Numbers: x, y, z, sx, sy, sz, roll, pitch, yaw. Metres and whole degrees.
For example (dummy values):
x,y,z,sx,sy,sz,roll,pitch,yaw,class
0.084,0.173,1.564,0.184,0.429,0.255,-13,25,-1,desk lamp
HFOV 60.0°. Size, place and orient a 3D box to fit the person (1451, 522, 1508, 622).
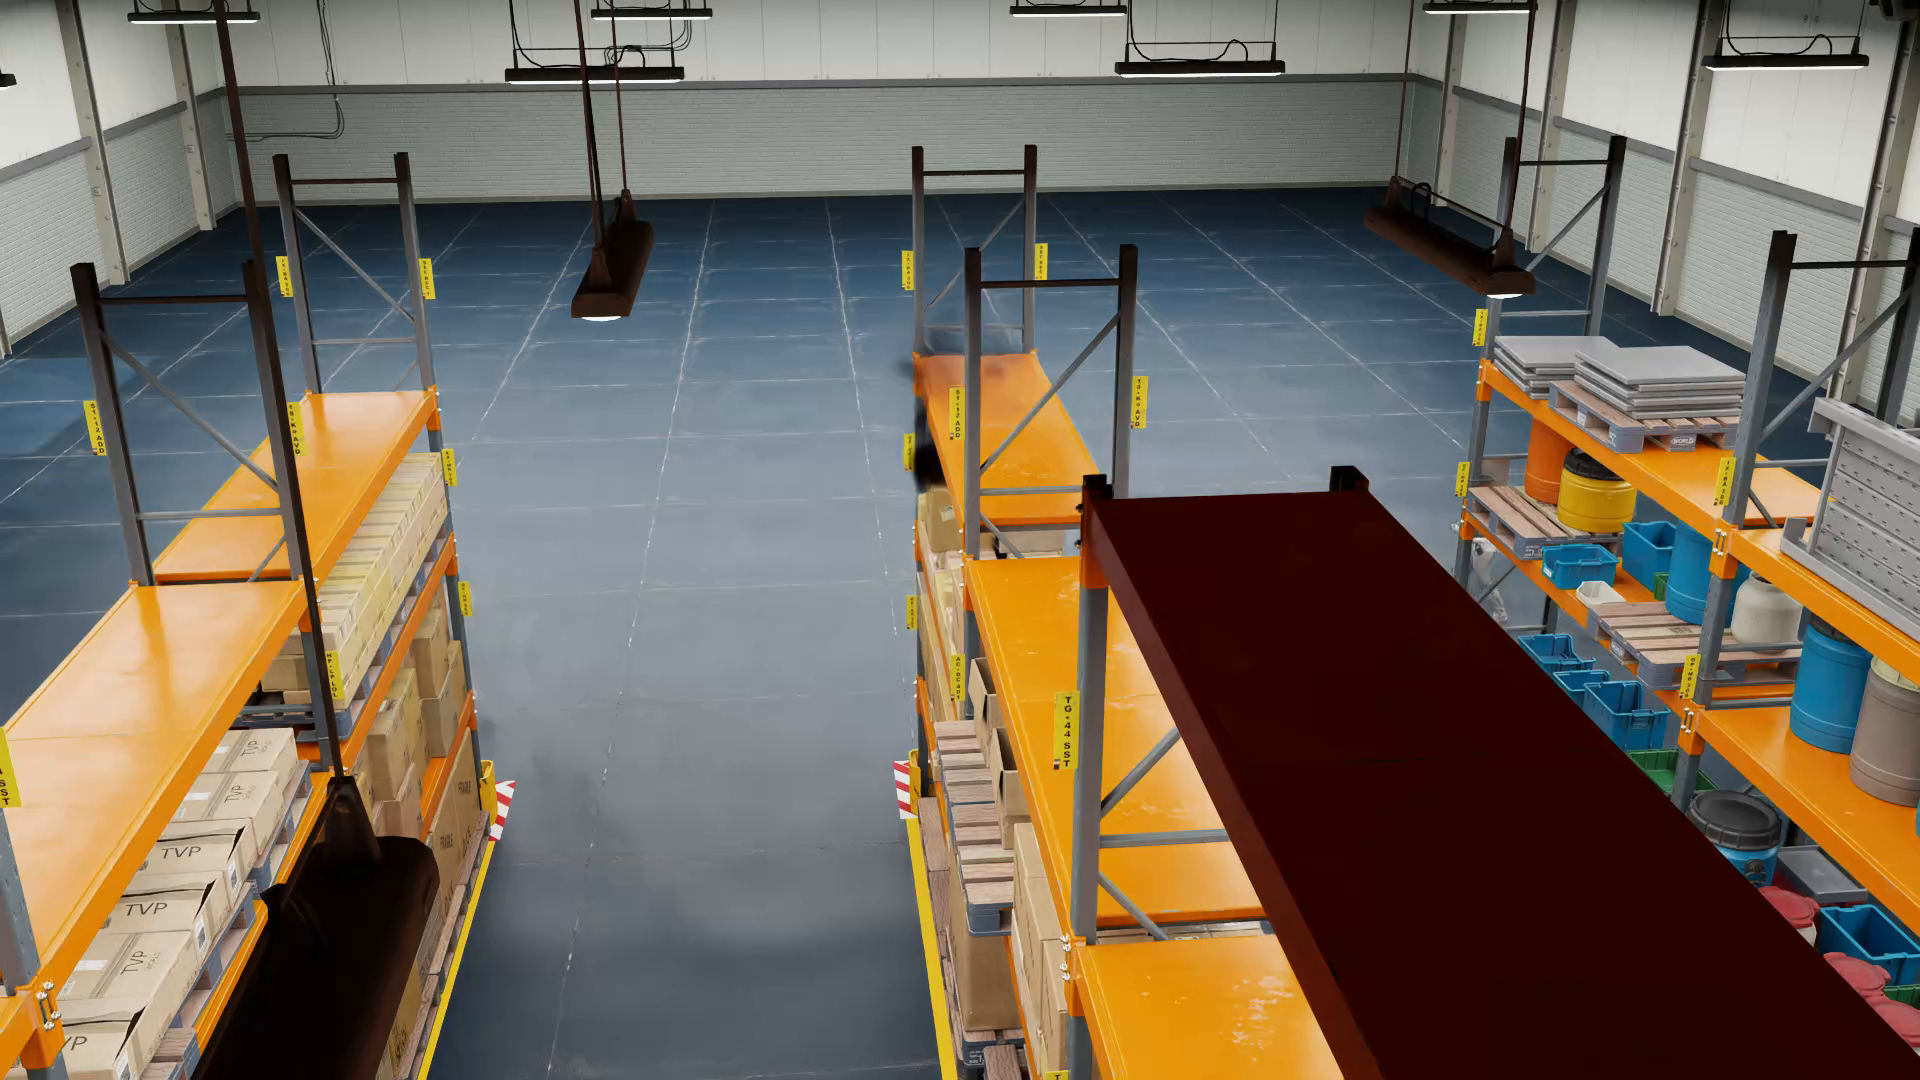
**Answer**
x,y,z,sx,sy,sz,roll,pitch,yaw,class
5.942,0.167,18.935,0.745,1.753,0.583,7,23,18,person
